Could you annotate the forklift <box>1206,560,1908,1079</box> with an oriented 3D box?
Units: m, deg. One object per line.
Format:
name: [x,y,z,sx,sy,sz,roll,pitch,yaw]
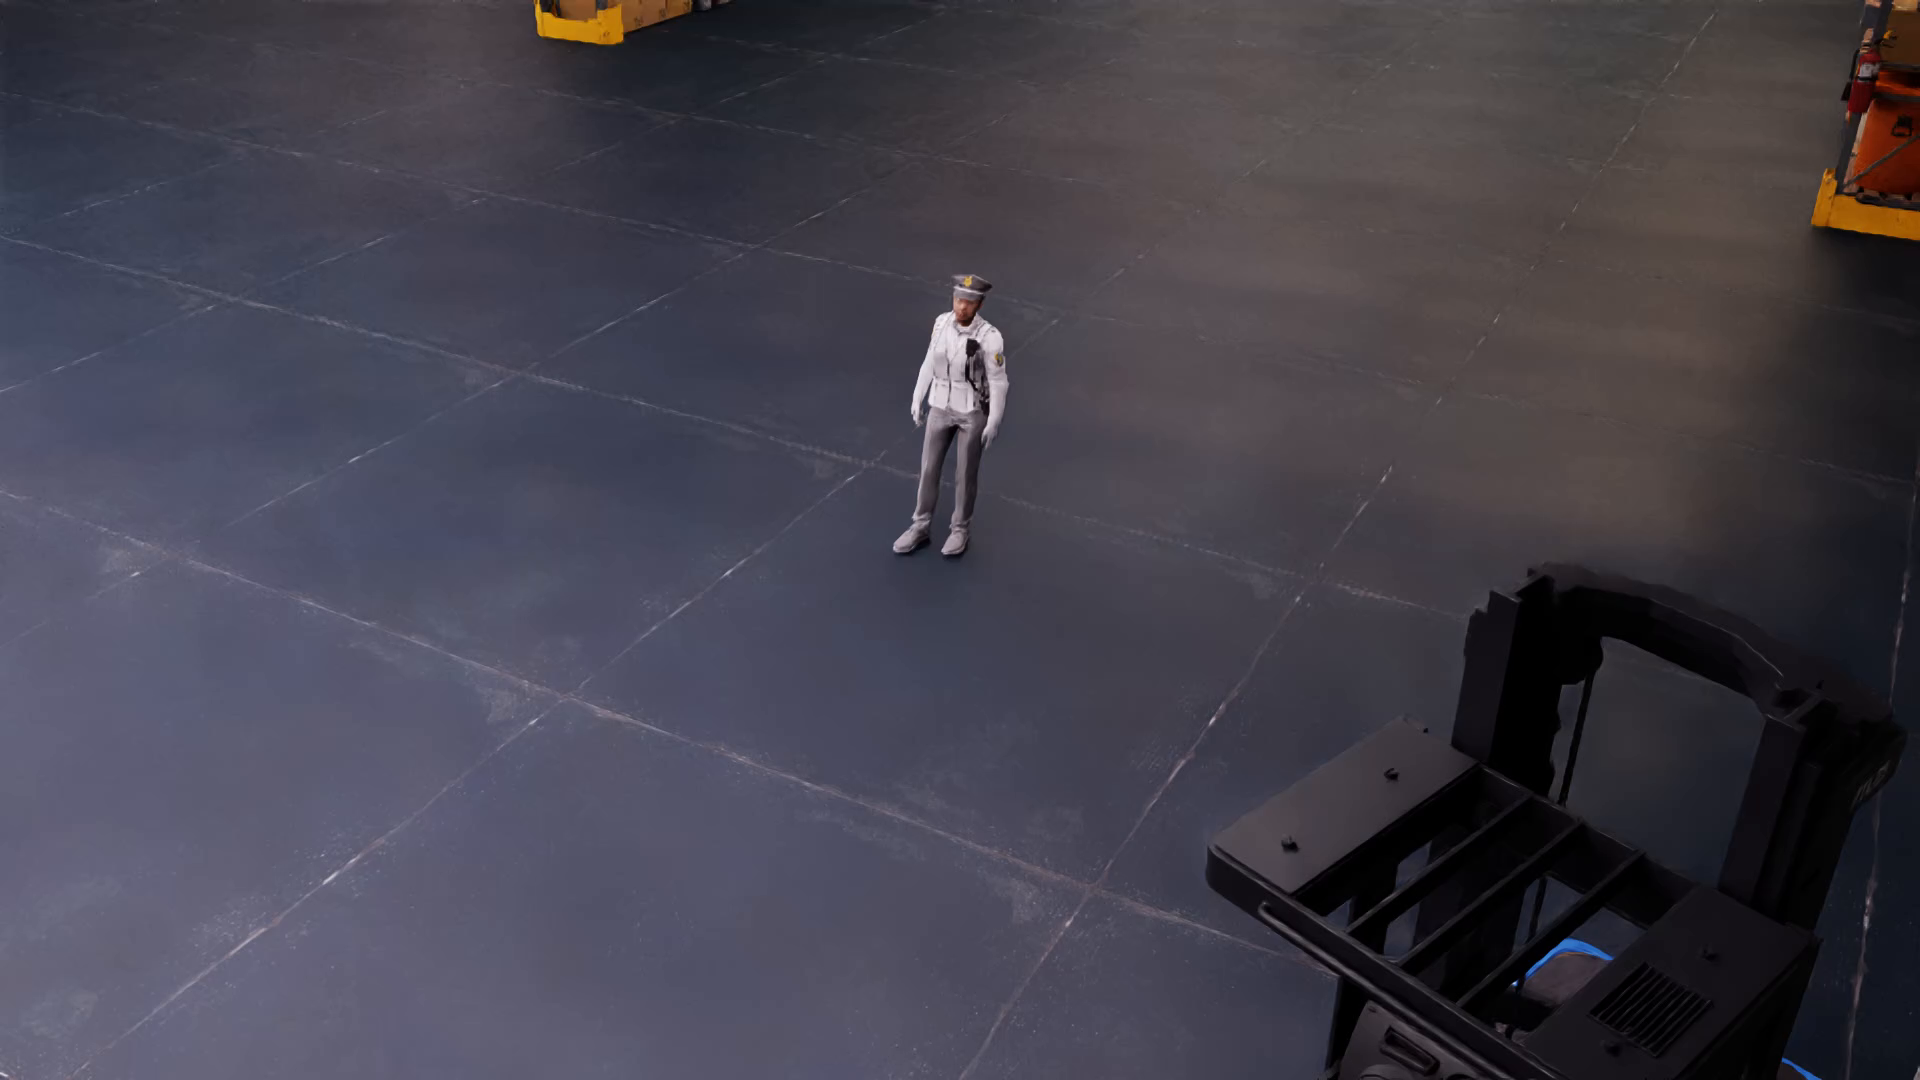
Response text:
forklift: [1.254,1.636,4.235,3.031,2.935,1.130,-24,37,-35]

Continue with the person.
person: [-0.039,-0.712,9.527,0.586,1.695,0.533,15,33,25]
